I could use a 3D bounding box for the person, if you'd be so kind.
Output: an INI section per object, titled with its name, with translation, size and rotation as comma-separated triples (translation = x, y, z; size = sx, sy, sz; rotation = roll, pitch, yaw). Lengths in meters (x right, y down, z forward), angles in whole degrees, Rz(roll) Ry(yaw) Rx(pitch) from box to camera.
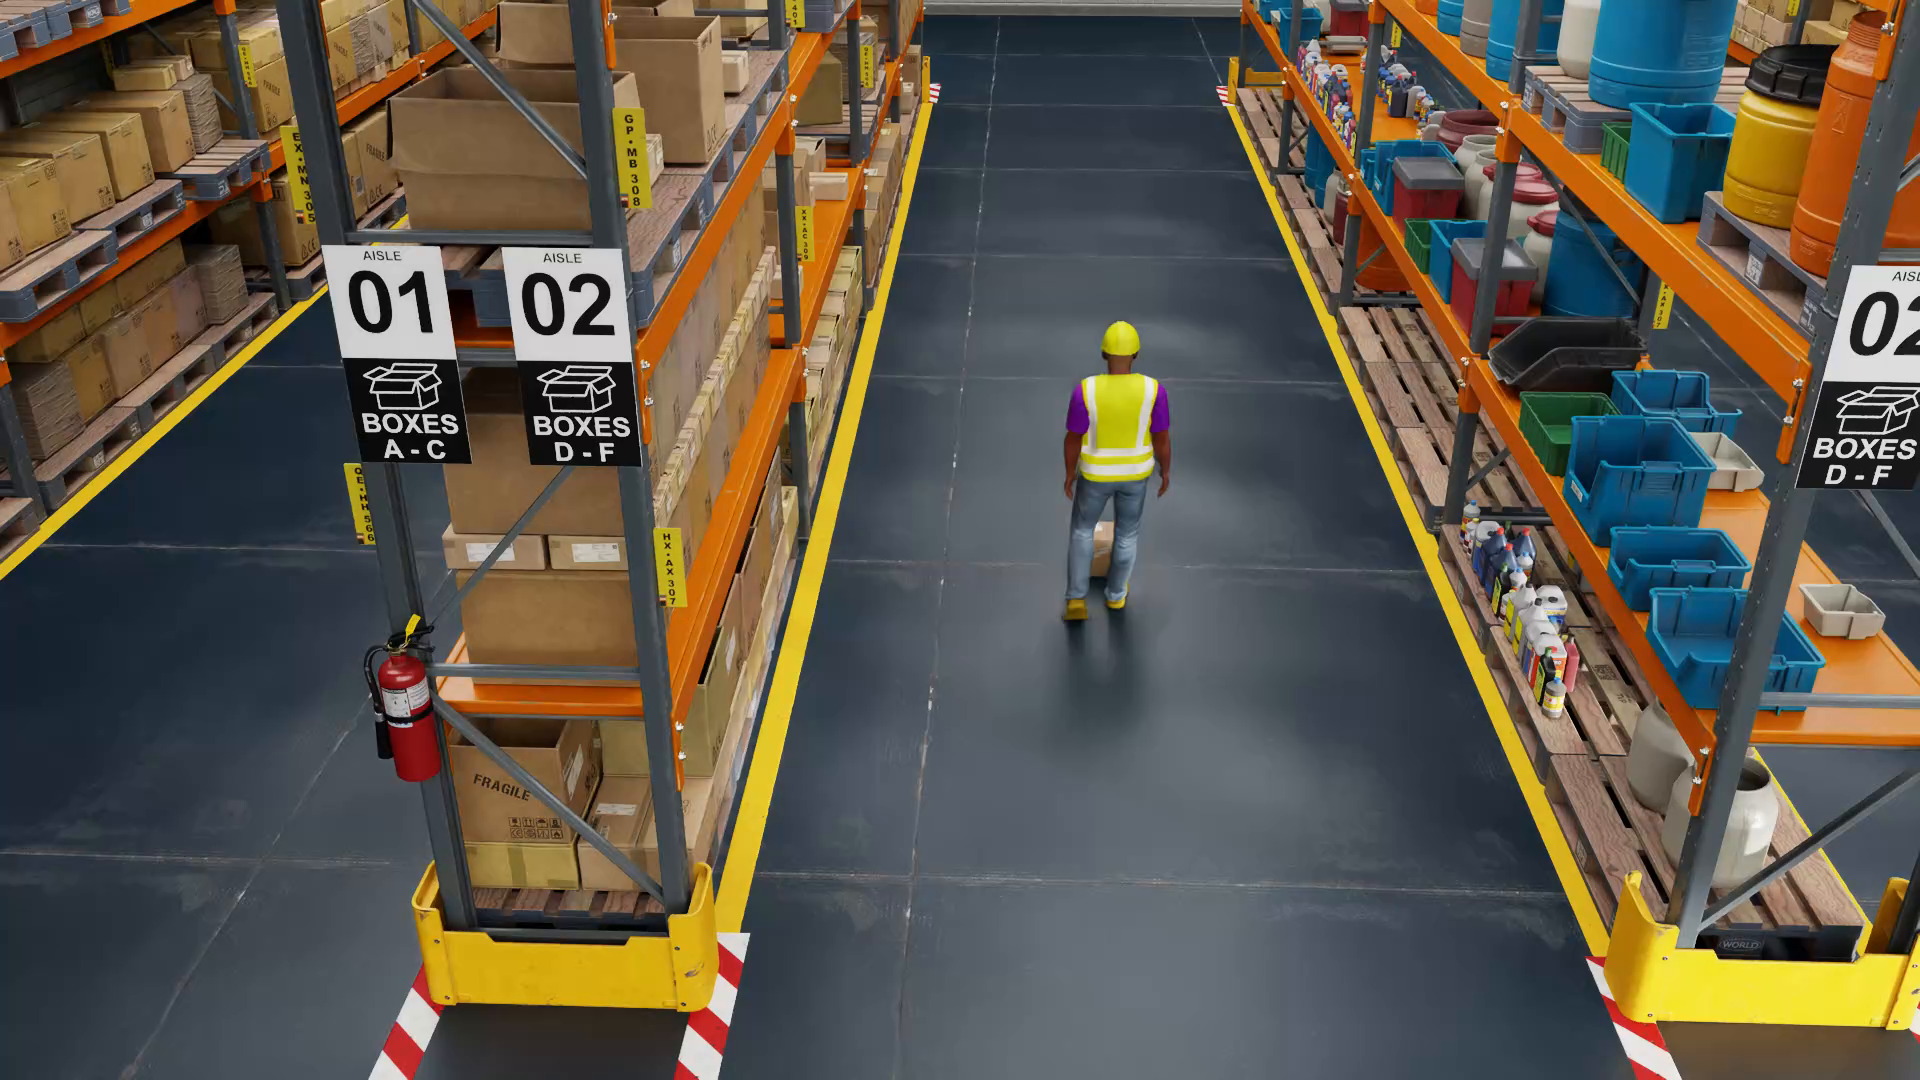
[person]
translation = 0.874, -0.378, 9.329
size = 0.600, 1.791, 0.542
rotation = 1, 28, 2
